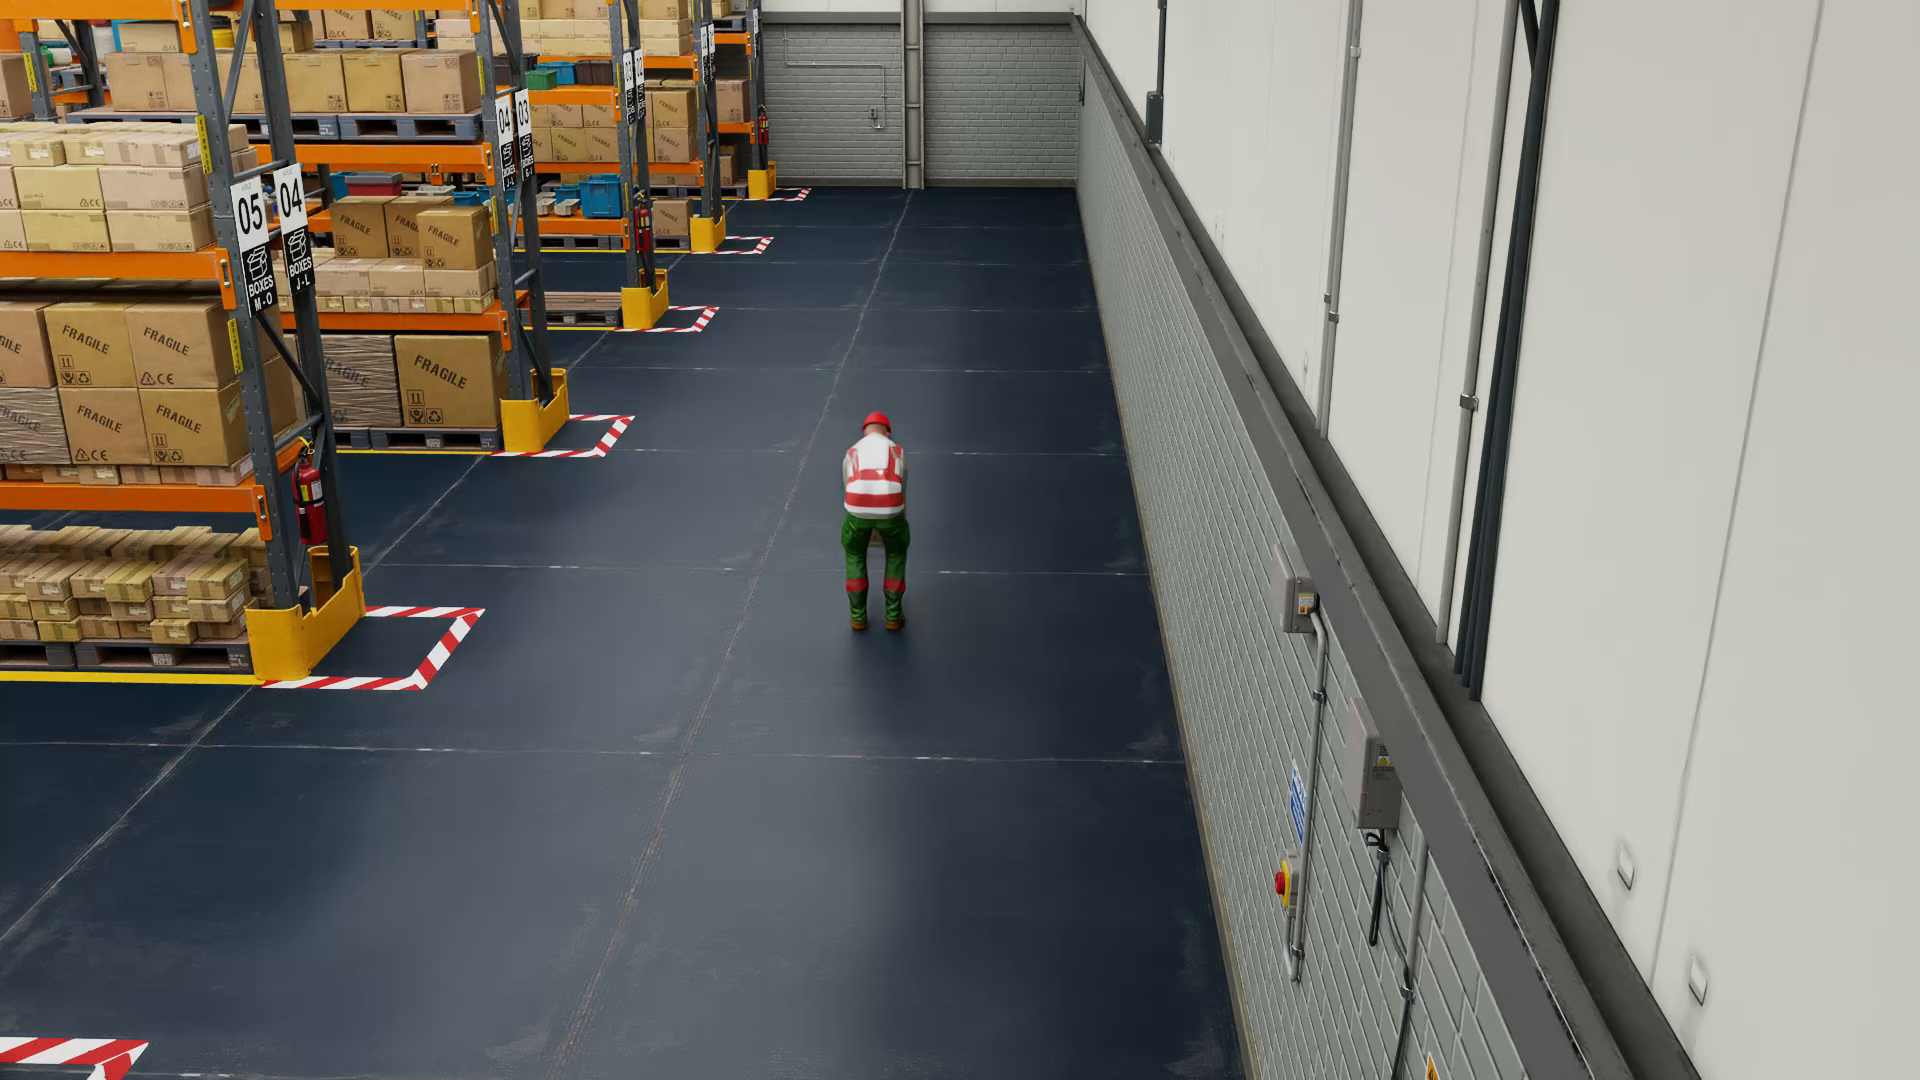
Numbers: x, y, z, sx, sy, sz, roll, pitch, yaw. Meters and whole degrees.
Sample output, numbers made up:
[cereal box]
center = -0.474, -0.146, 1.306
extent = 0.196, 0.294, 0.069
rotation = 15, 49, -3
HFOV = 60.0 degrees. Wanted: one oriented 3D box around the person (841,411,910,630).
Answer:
[person]
center = -0.587, -0.141, 11.746
extent = 0.484, 1.402, 0.887
rotation = 0, 21, 0
